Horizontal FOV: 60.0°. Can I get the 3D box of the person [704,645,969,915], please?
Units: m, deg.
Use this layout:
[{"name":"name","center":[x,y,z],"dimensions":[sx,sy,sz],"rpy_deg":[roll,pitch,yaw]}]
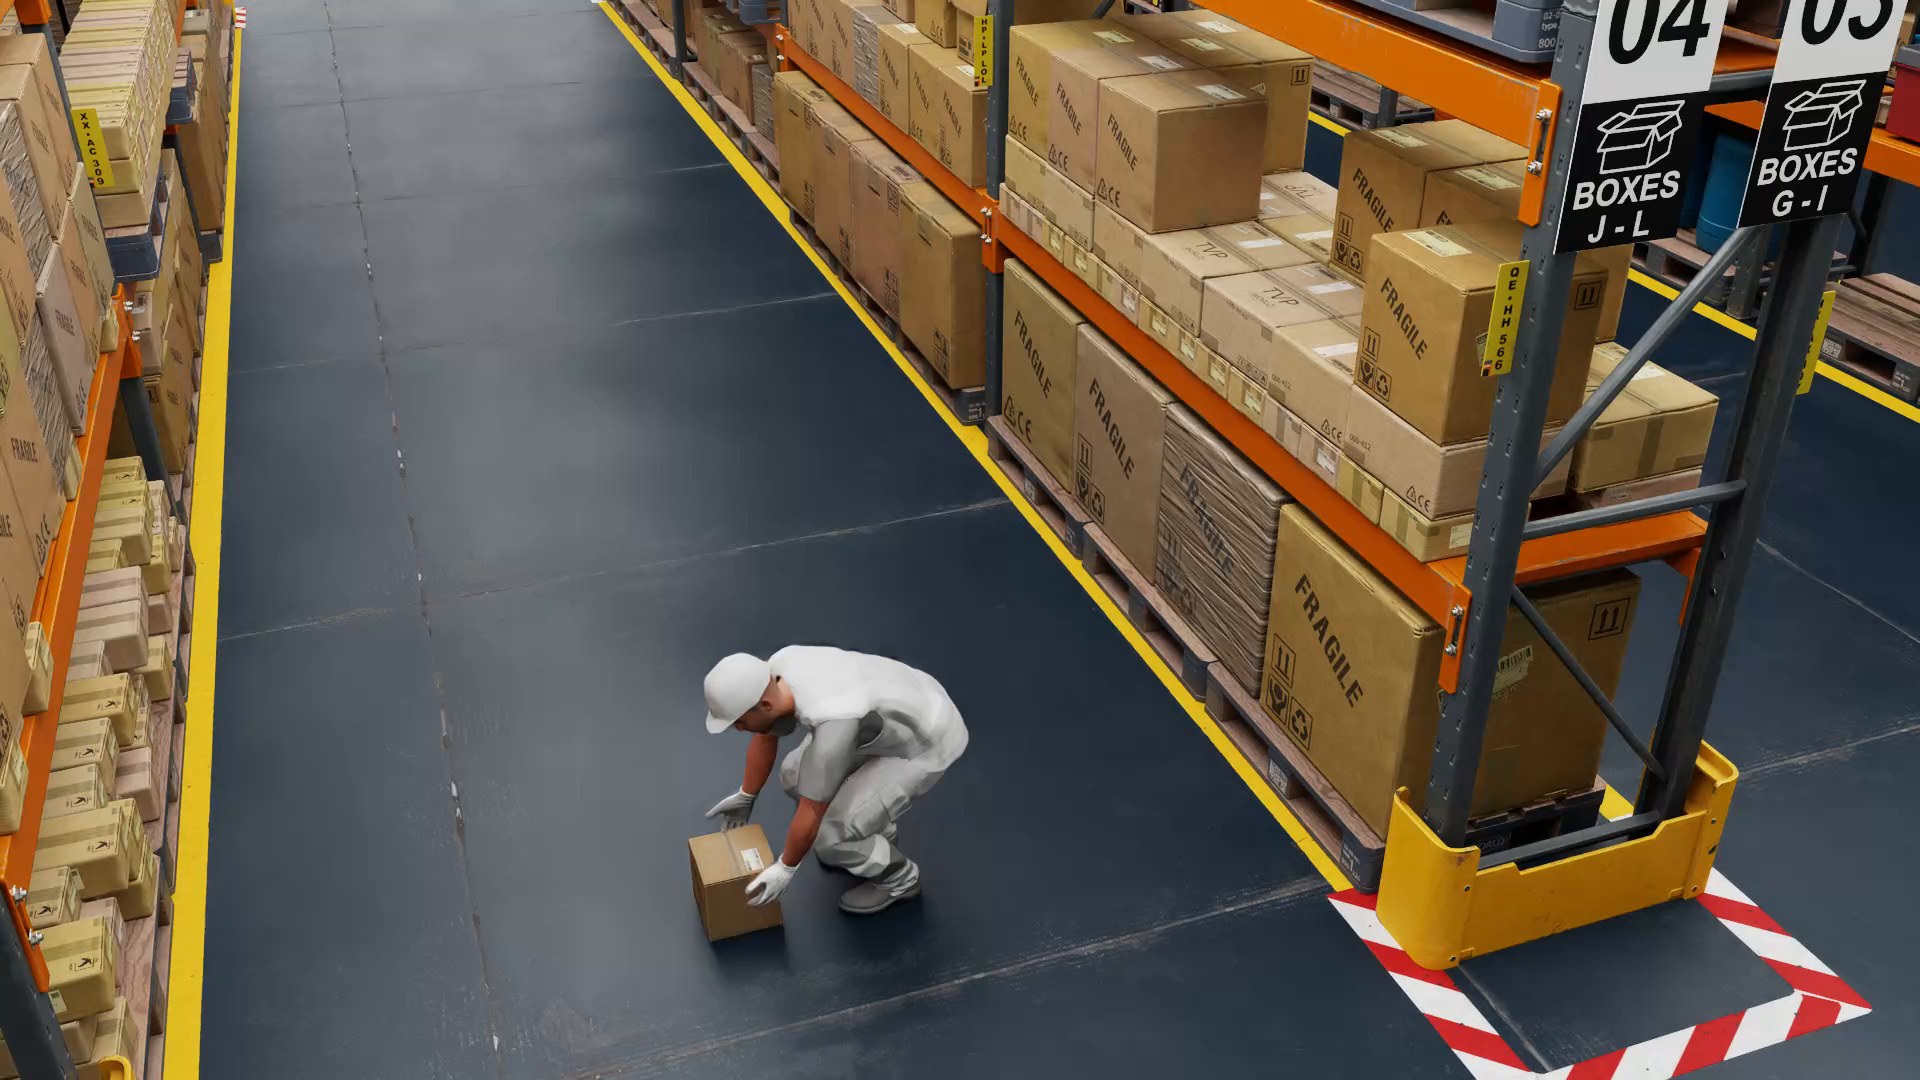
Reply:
[{"name":"person","center":[-0.397,0.757,5.507],"dimensions":[0.870,1.065,0.578],"rpy_deg":[-10,31,-18]}]
